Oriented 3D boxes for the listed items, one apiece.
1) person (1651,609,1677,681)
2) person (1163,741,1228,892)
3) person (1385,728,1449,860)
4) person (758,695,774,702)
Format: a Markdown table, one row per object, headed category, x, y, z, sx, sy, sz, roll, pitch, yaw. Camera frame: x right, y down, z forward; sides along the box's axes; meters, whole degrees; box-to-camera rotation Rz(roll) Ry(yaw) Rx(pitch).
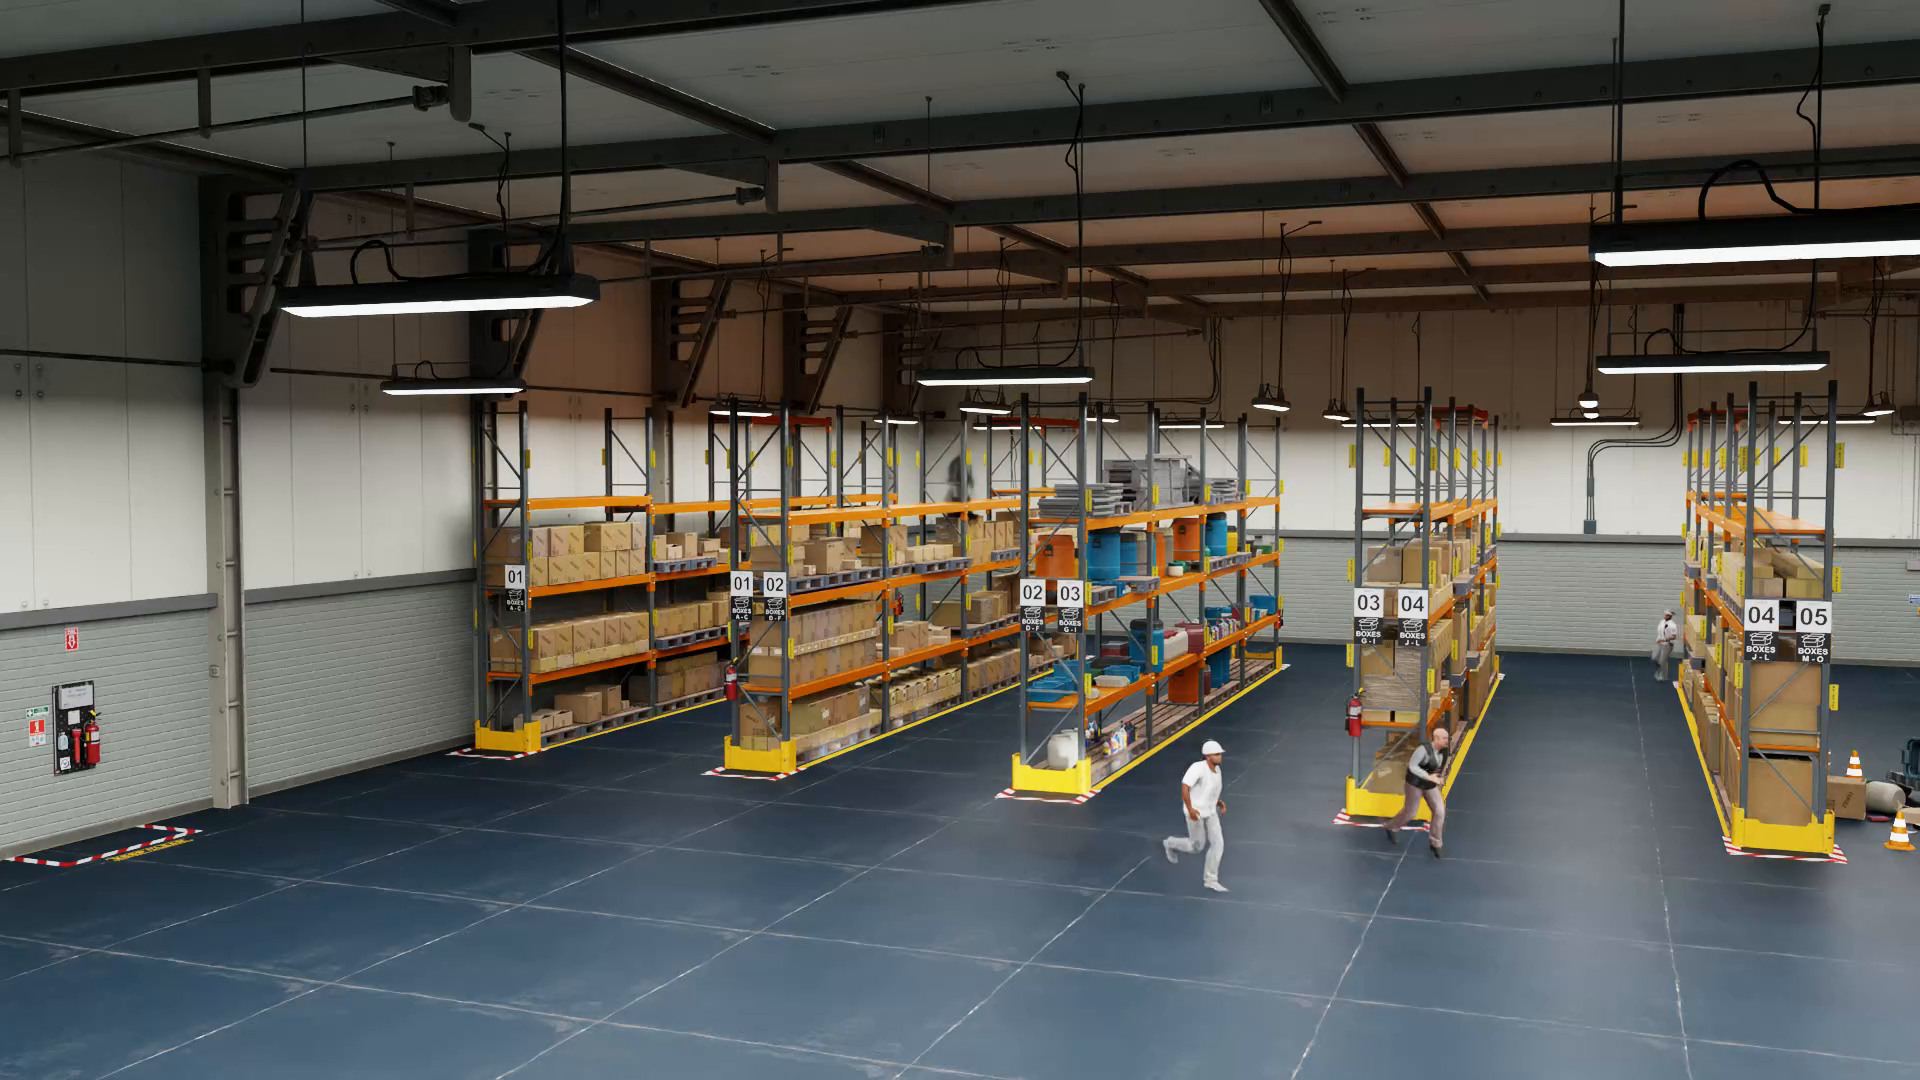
| category | x | y | z | sx | sy | sz | roll | pitch | yaw |
| --- | --- | --- | --- | --- | --- | --- | --- | --- | --- |
| person | 15.847 | 2.360 | 37.424 | 0.537 | 1.654 | 0.589 | -1 | 3 | -27 |
| person | 2.791 | 3.212 | 19.532 | 0.892 | 1.744 | 0.709 | 3 | 4 | 45 |
| person | 5.826 | 3.177 | 21.157 | 0.701 | 1.683 | 0.997 | -2 | 3 | -34 |
| person | -3.502 | 2.699 | 30.427 | 0.615 | 1.682 | 0.626 | 0 | 3 | 8 |
